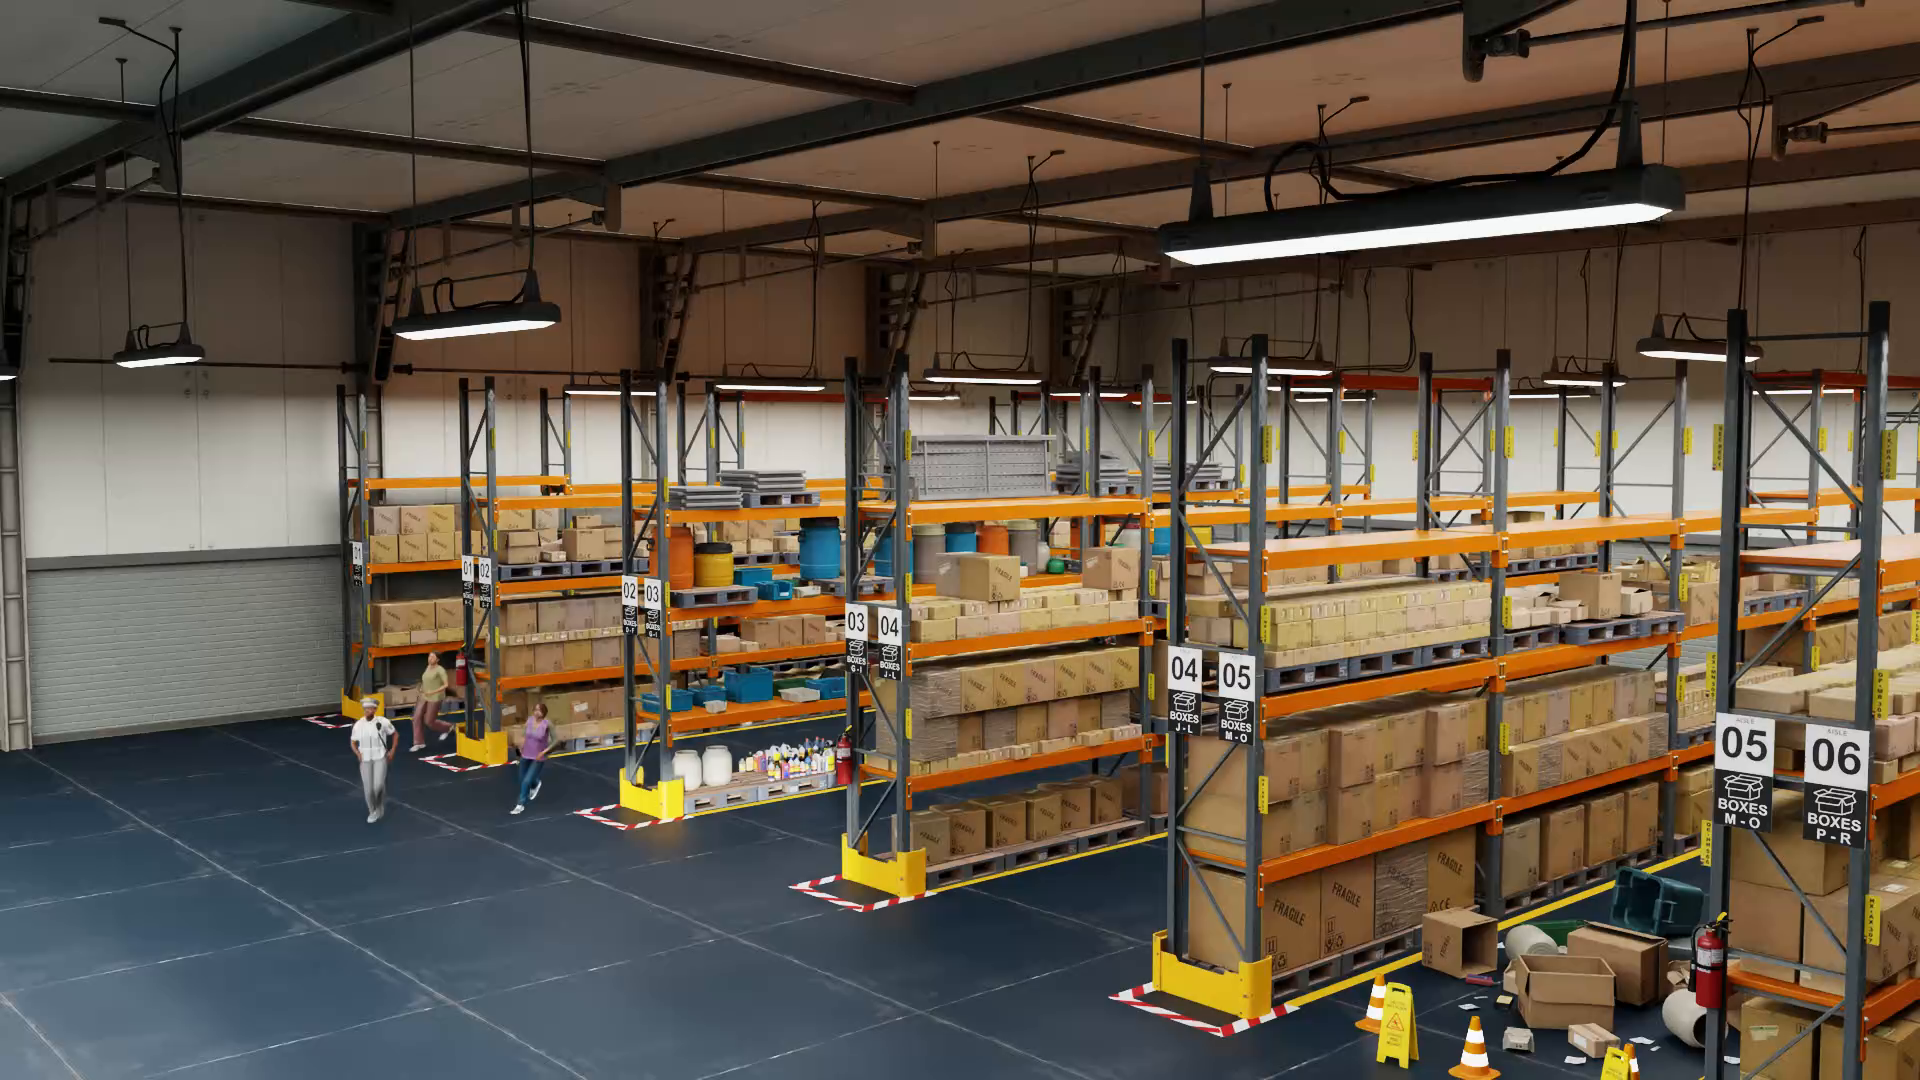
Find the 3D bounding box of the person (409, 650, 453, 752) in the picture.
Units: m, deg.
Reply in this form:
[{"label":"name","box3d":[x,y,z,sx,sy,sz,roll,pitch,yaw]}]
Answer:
[{"label":"person","box3d":[-8.525,2.593,26.991,0.613,1.651,0.792,3,5,34]}]

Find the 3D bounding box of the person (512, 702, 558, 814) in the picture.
[{"label":"person","box3d":[-5.709,2.932,22.586,0.592,1.517,0.621,1,4,16]}]

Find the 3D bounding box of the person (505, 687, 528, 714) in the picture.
[{"label":"person","box3d":[-7.526,2.439,28.420,0.713,1.736,0.719,-4,5,-45]}]

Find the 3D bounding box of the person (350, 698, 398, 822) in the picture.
[{"label":"person","box3d":[-7.730,2.897,21.907,0.590,1.661,0.552,-1,4,-11]}]
